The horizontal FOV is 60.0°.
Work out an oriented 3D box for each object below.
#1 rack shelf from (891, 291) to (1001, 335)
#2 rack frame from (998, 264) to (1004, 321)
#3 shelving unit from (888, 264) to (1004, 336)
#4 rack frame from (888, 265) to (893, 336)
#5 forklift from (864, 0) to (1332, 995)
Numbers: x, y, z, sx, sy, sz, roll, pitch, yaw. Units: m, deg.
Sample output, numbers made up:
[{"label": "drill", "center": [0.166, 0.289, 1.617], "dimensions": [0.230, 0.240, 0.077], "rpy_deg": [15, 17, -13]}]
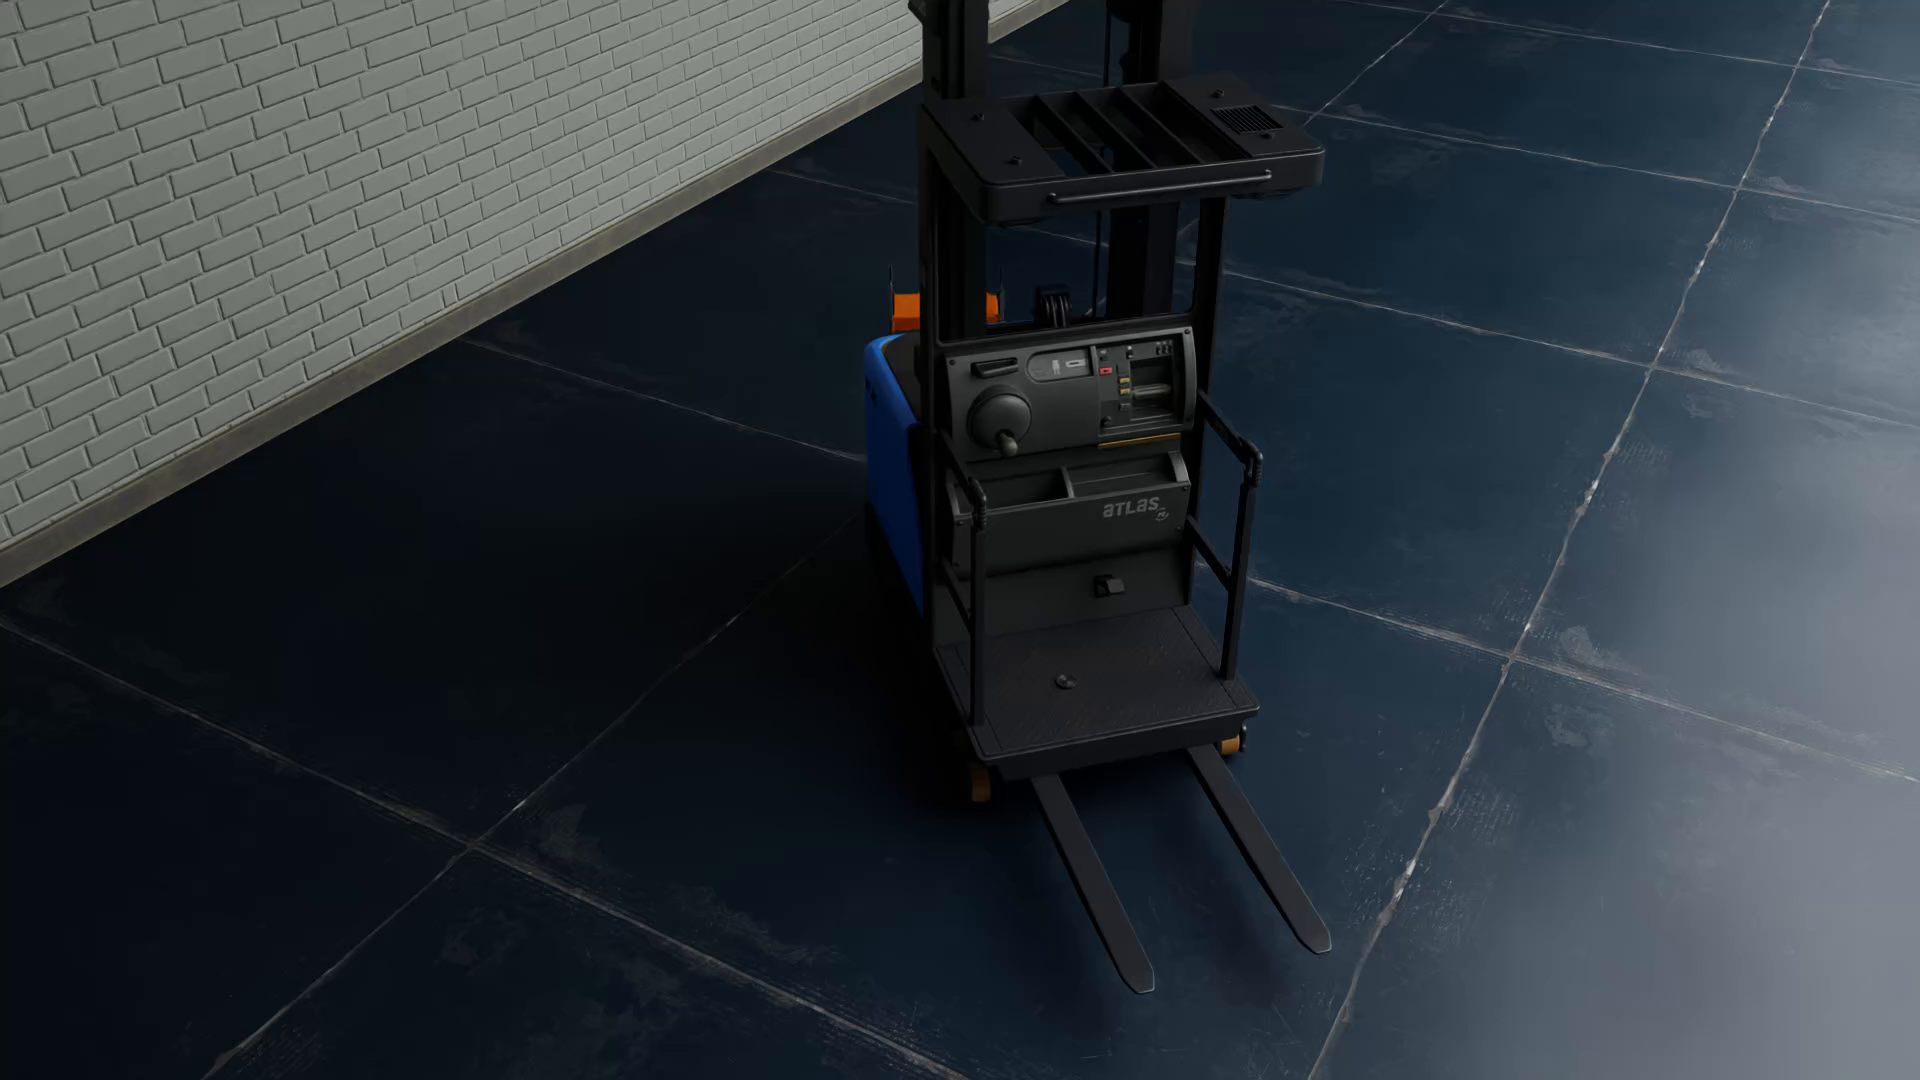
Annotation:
[{"label": "rack shelf", "center": [-0.064, -0.989, 7.415], "dimensions": [0.480, 0.148, 0.258], "rpy_deg": [-1, 34, -1]}, {"label": "rack frame", "center": [0.180, -0.665, 7.638], "dimensions": [0.015, 1.200, 0.240], "rpy_deg": [-1, 34, -1]}, {"label": "shelving unit", "center": [-0.064, -0.662, 7.633], "dimensions": [0.503, 1.200, 0.258], "rpy_deg": [-1, 34, -1]}, {"label": "rack frame", "center": [-0.307, -0.659, 7.628], "dimensions": [0.015, 1.200, 0.240], "rpy_deg": [-1, 34, -1]}, {"label": "forklift", "center": [0.465, -0.474, 5.789], "dimensions": [1.130, 2.935, 3.031], "rpy_deg": [-9, 35, -13]}]
